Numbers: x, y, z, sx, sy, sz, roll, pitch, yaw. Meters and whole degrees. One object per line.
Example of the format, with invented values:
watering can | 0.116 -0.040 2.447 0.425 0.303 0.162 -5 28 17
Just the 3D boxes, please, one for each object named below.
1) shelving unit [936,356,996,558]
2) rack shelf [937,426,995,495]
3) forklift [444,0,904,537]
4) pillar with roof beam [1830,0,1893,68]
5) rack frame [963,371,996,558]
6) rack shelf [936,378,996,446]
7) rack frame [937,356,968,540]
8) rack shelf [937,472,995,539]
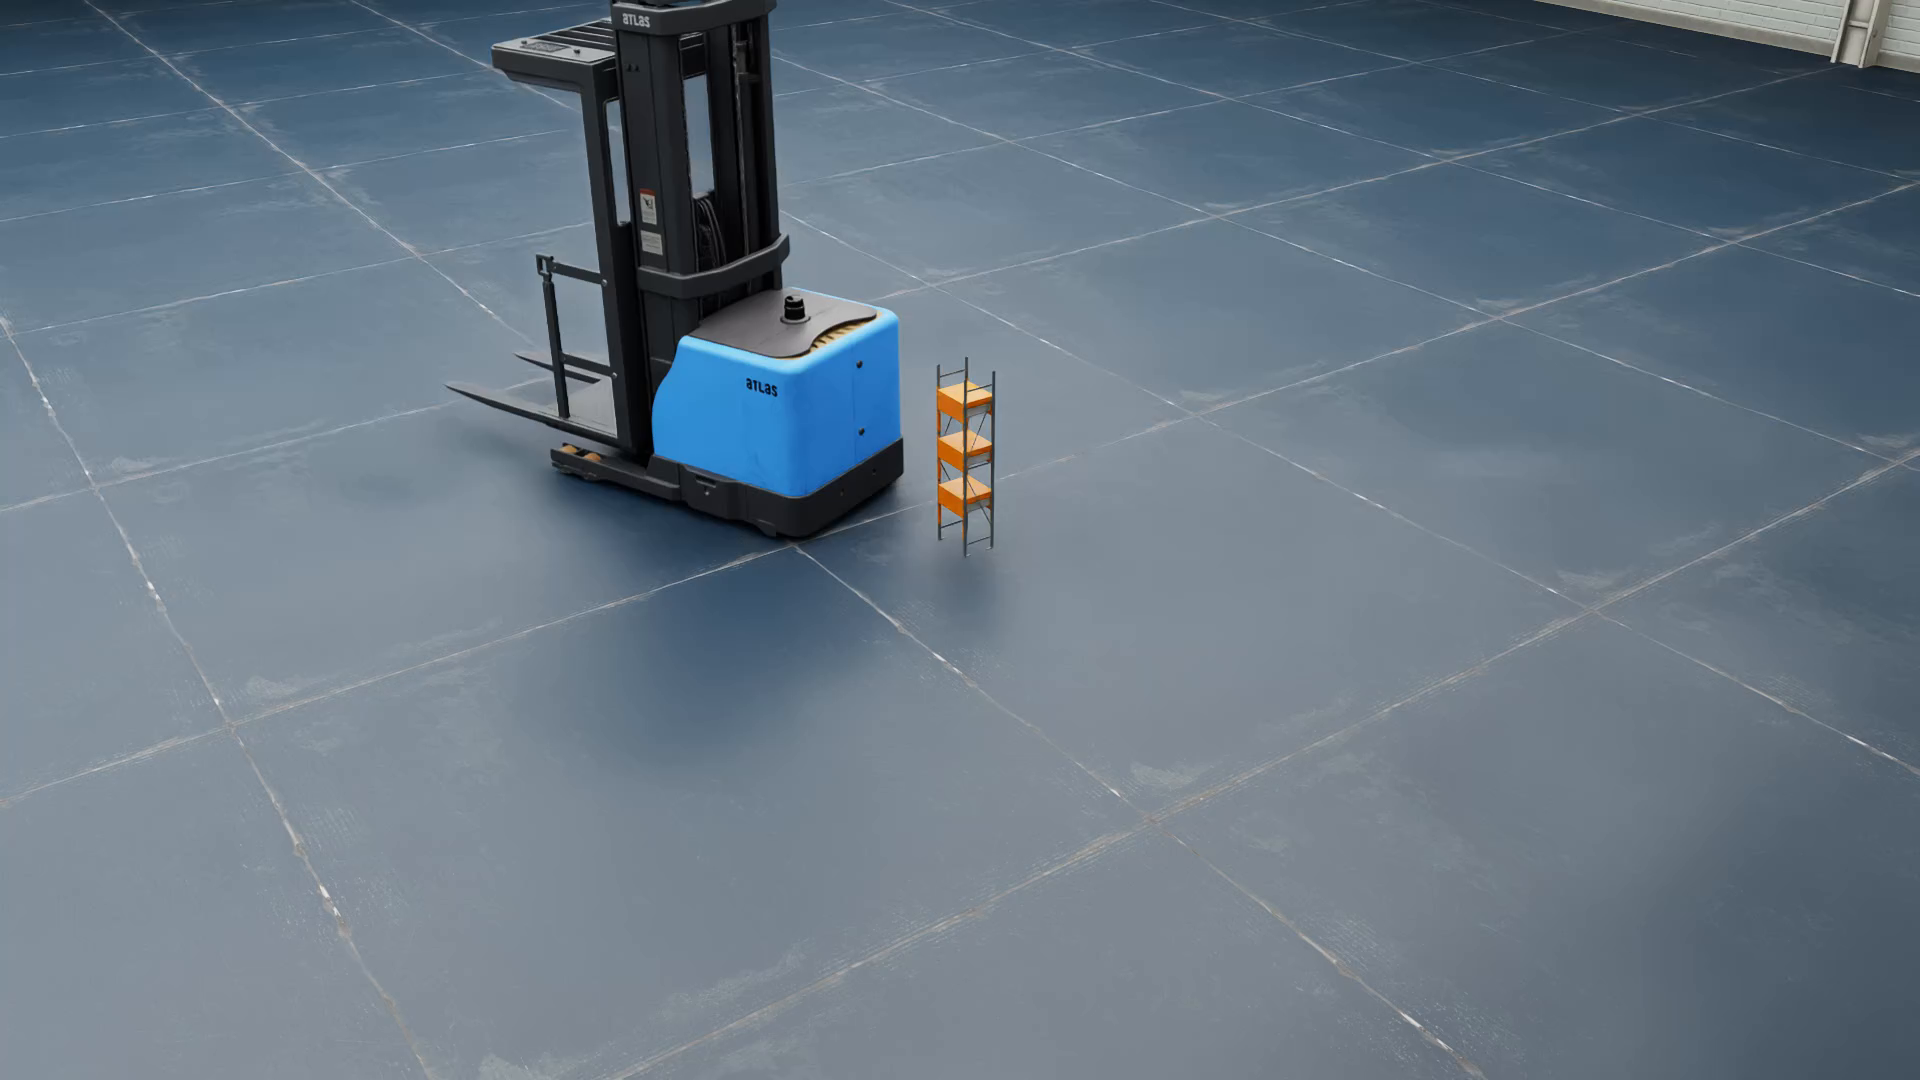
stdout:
shelving unit | 0.031 -0.441 8.961 0.215 1.050 0.252 -19 34 -31
rack shelf | 0.031 -0.431 8.966 0.215 0.259 0.240 -19 34 -31
forklift | -1.846 -1.827 9.543 3.031 2.935 1.130 17 33 29
pillar with roof beam | 7.019 -8.381 15.252 9.100 9.000 0.400 -19 34 -31
rack frame | 0.102 -0.393 8.874 0.200 1.050 0.008 -19 34 -31
rack shelf | 0.031 -0.681 8.831 0.215 0.259 0.240 -19 34 -31
rack frame | -0.040 -0.488 9.048 0.200 1.050 0.008 -19 34 -31
rack shelf | 0.031 -0.187 9.099 0.215 0.259 0.240 -19 34 -31
